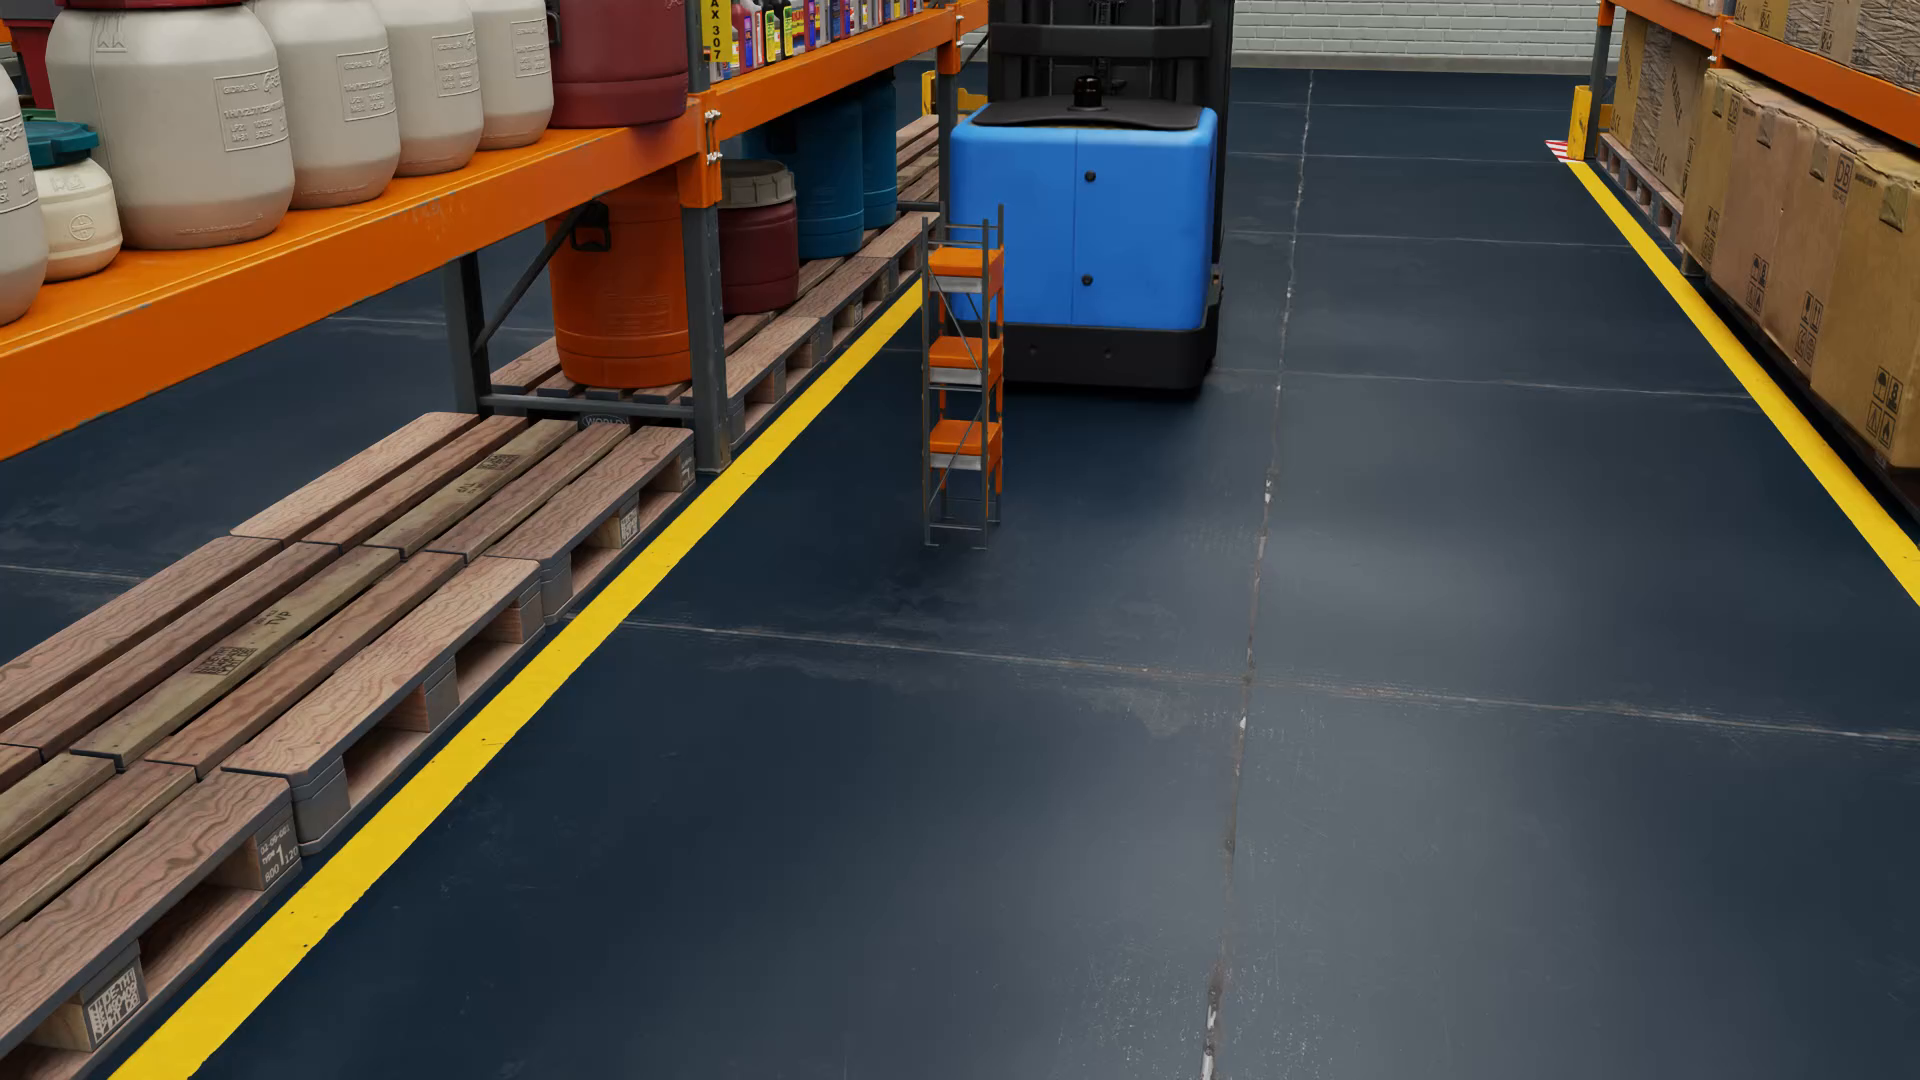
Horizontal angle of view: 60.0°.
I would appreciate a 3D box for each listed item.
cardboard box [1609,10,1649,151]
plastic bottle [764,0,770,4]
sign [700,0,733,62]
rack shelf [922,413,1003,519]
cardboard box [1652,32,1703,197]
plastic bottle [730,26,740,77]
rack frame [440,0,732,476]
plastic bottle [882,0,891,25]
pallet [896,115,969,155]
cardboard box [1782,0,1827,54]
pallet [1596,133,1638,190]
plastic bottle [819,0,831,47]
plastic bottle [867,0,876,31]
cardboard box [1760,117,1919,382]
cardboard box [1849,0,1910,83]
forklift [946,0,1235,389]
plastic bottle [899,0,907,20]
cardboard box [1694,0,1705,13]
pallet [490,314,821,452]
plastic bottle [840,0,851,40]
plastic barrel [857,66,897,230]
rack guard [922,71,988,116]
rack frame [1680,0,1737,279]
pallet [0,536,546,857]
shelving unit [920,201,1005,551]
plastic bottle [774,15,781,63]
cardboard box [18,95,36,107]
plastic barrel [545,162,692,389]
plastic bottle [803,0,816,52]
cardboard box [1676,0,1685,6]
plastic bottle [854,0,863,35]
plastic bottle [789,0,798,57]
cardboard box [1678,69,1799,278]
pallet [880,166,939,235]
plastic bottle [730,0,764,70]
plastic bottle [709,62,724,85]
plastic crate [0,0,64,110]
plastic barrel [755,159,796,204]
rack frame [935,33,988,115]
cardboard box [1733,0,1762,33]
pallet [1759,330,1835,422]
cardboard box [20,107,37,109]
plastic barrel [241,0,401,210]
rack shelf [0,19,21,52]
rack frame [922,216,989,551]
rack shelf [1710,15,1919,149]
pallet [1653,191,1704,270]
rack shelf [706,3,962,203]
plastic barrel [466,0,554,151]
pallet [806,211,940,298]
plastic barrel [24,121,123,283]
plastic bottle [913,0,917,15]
[{"bbox_3d":[5.099,-3.197,11.559,0.875,0.875,0.875,4,22,11],"label":"cardboard box"},{"bbox_3d":[-0.782,-2.318,7.161,0.144,0.351,0.185,4,22,11],"label":"plastic bottle"},{"bbox_3d":[-0.790,-1.716,5.381,0.100,0.325,0.005,4,22,11],"label":"sign"},{"bbox_3d":[0.011,-0.239,5.314,0.215,0.259,0.240,4,22,11],"label":"rack shelf"},{"bbox_3d":[4.731,-2.539,9.924,0.875,0.875,0.875,4,22,11],"label":"cardboard box"},{"bbox_3d":[-0.855,-1.797,6.067,0.097,0.201,0.097,0,22,0],"label":"plastic bottle"},{"bbox_3d":[-1.330,-1.680,5.510,1.000,3.000,0.127,4,22,11],"label":"rack frame"},{"bbox_3d":[-0.419,-2.691,8.087,0.144,0.351,0.185,4,22,11],"label":"plastic bottle"},{"bbox_3d":[0.096,-3.014,12.554,1.003,0.211,1.213,4,22,11],"label":"pallet"},{"bbox_3d":[3.792,-2.296,6.904,0.500,0.500,0.500,4,22,10],"label":"cardboard box"},{"bbox_3d":[5.064,-2.636,11.617,1.003,0.211,1.213,4,22,11],"label":"pallet"},{"bbox_3d":[-0.642,-2.263,7.124,0.152,0.276,0.135,4,22,11],"label":"plastic bottle"},{"bbox_3d":[-0.483,-2.549,7.834,0.152,0.276,0.135,4,22,11],"label":"plastic bottle"},{"bbox_3d":[3.869,-1.088,6.321,1.225,0.875,0.875,5,22,11],"label":"cardboard box"},{"bbox_3d":[3.587,-1.920,5.972,0.500,0.500,0.500,4,22,9],"label":"cardboard box"},{"bbox_3d":[0.711,-2.480,7.589,1.130,2.935,3.031,4,22,9],"label":"forklift"},{"bbox_3d":[-0.352,-2.783,8.414,0.152,0.276,0.135,4,22,11],"label":"plastic bottle"},{"bbox_3d":[4.129,-2.880,8.825,0.380,0.149,0.250,5,22,12],"label":"cardboard box"},{"bbox_3d":[-1.210,-0.678,6.754,1.003,0.211,1.213,4,22,11],"label":"pallet"},{"bbox_3d":[-0.533,-2.380,7.403,0.061,0.283,0.133,4,22,11],"label":"plastic bottle"},{"bbox_3d":[-0.642,-2.167,8.965,0.600,0.901,0.708,4,22,11],"label":"plastic barrel"},{"bbox_3d":[0.294,-3.456,13.265,1.175,0.500,0.348,4,22,11],"label":"rack guard"},{"bbox_3d":[4.335,-2.765,8.204,1.000,3.000,0.127,4,22,11],"label":"rack frame"},{"bbox_3d":[-1.777,0.339,4.230,1.003,0.211,1.213,4,22,11],"label":"pallet"},{"bbox_3d":[0.011,-0.507,5.206,0.215,1.050,0.252,4,22,11],"label":"shelving unit"},{"bbox_3d":[-0.753,-1.980,6.520,0.097,0.201,0.097,0,22,0],"label":"plastic bottle"},{"bbox_3d":[-5.700,-2.408,10.074,0.500,0.500,0.500,3,22,8],"label":"cardboard box"},{"bbox_3d":[-1.247,-1.048,6.284,0.600,0.830,0.708,4,22,11],"label":"plastic barrel"},{"bbox_3d":[-0.645,-2.179,6.904,0.061,0.283,0.133,4,22,11],"label":"plastic bottle"},{"bbox_3d":[4.234,-3.067,9.291,0.380,0.149,0.250,5,22,12],"label":"cardboard box"},{"bbox_3d":[-0.530,-2.464,7.623,0.152,0.276,0.135,4,22,11],"label":"plastic bottle"},{"bbox_3d":[-0.706,-2.097,6.716,0.097,0.271,0.097,0,22,0],"label":"plastic bottle"},{"bbox_3d":[4.224,-1.739,7.938,1.225,0.875,0.875,5,22,11],"label":"cardboard box"},{"bbox_3d":[-0.402,-2.121,10.338,1.003,0.211,1.213,4,22,11],"label":"pallet"},{"bbox_3d":[-0.831,-1.925,6.285,0.152,0.276,0.135,4,22,11],"label":"plastic bottle"},{"bbox_3d":[-0.925,-1.756,5.864,0.152,0.276,0.135,4,22,11],"label":"plastic bottle"},{"bbox_3d":[-1.959,-1.142,4.088,0.402,0.464,0.583,4,22,11],"label":"plastic crate"},{"bbox_3d":[-0.989,-1.527,7.899,0.421,0.512,0.421,0,22,0],"label":"plastic barrel"},{"bbox_3d":[0.302,-4.606,12.774,1.000,3.000,0.127,4,22,11],"label":"rack frame"},{"bbox_3d":[3.996,-2.662,7.815,0.500,0.500,0.500,5,22,11],"label":"cardboard box"},{"bbox_3d":[4.004,-0.736,6.899,1.003,0.211,1.213,4,22,11],"label":"pallet"},{"bbox_3d":[-5.292,-2.184,9.518,0.500,0.500,0.500,5,22,11],"label":"cardboard box"},{"bbox_3d":[-1.498,-1.040,3.738,0.433,0.535,0.433,0,22,0],"label":"plastic barrel"},{"bbox_3d":[-5.770,-2.457,8.401,1.077,0.370,4.000,4,22,11],"label":"rack shelf"},{"bbox_3d":[-0.014,-0.462,5.095,0.200,1.050,0.008,4,22,11],"label":"rack frame"},{"bbox_3d":[3.927,-1.700,6.523,1.077,0.370,4.000,4,22,11],"label":"rack shelf"},{"bbox_3d":[4.567,-1.744,9.401,1.003,0.211,1.213,4,22,11],"label":"pallet"},{"bbox_3d":[-0.922,-2.078,7.460,1.077,0.370,4.000,4,22,11],"label":"rack shelf"},{"bbox_3d":[-1.331,-1.339,4.514,0.421,0.512,0.421,0,22,0],"label":"plastic barrel"},{"bbox_3d":[-0.712,-1.570,8.970,1.003,0.211,1.213,4,22,11],"label":"pallet"},{"bbox_3d":[-1.726,-0.625,3.076,0.301,0.262,0.301,0,22,0],"label":"plastic barrel"},{"bbox_3d":[-0.275,-2.837,8.649,0.097,0.201,0.097,0,22,0],"label":"plastic bottle"}]
